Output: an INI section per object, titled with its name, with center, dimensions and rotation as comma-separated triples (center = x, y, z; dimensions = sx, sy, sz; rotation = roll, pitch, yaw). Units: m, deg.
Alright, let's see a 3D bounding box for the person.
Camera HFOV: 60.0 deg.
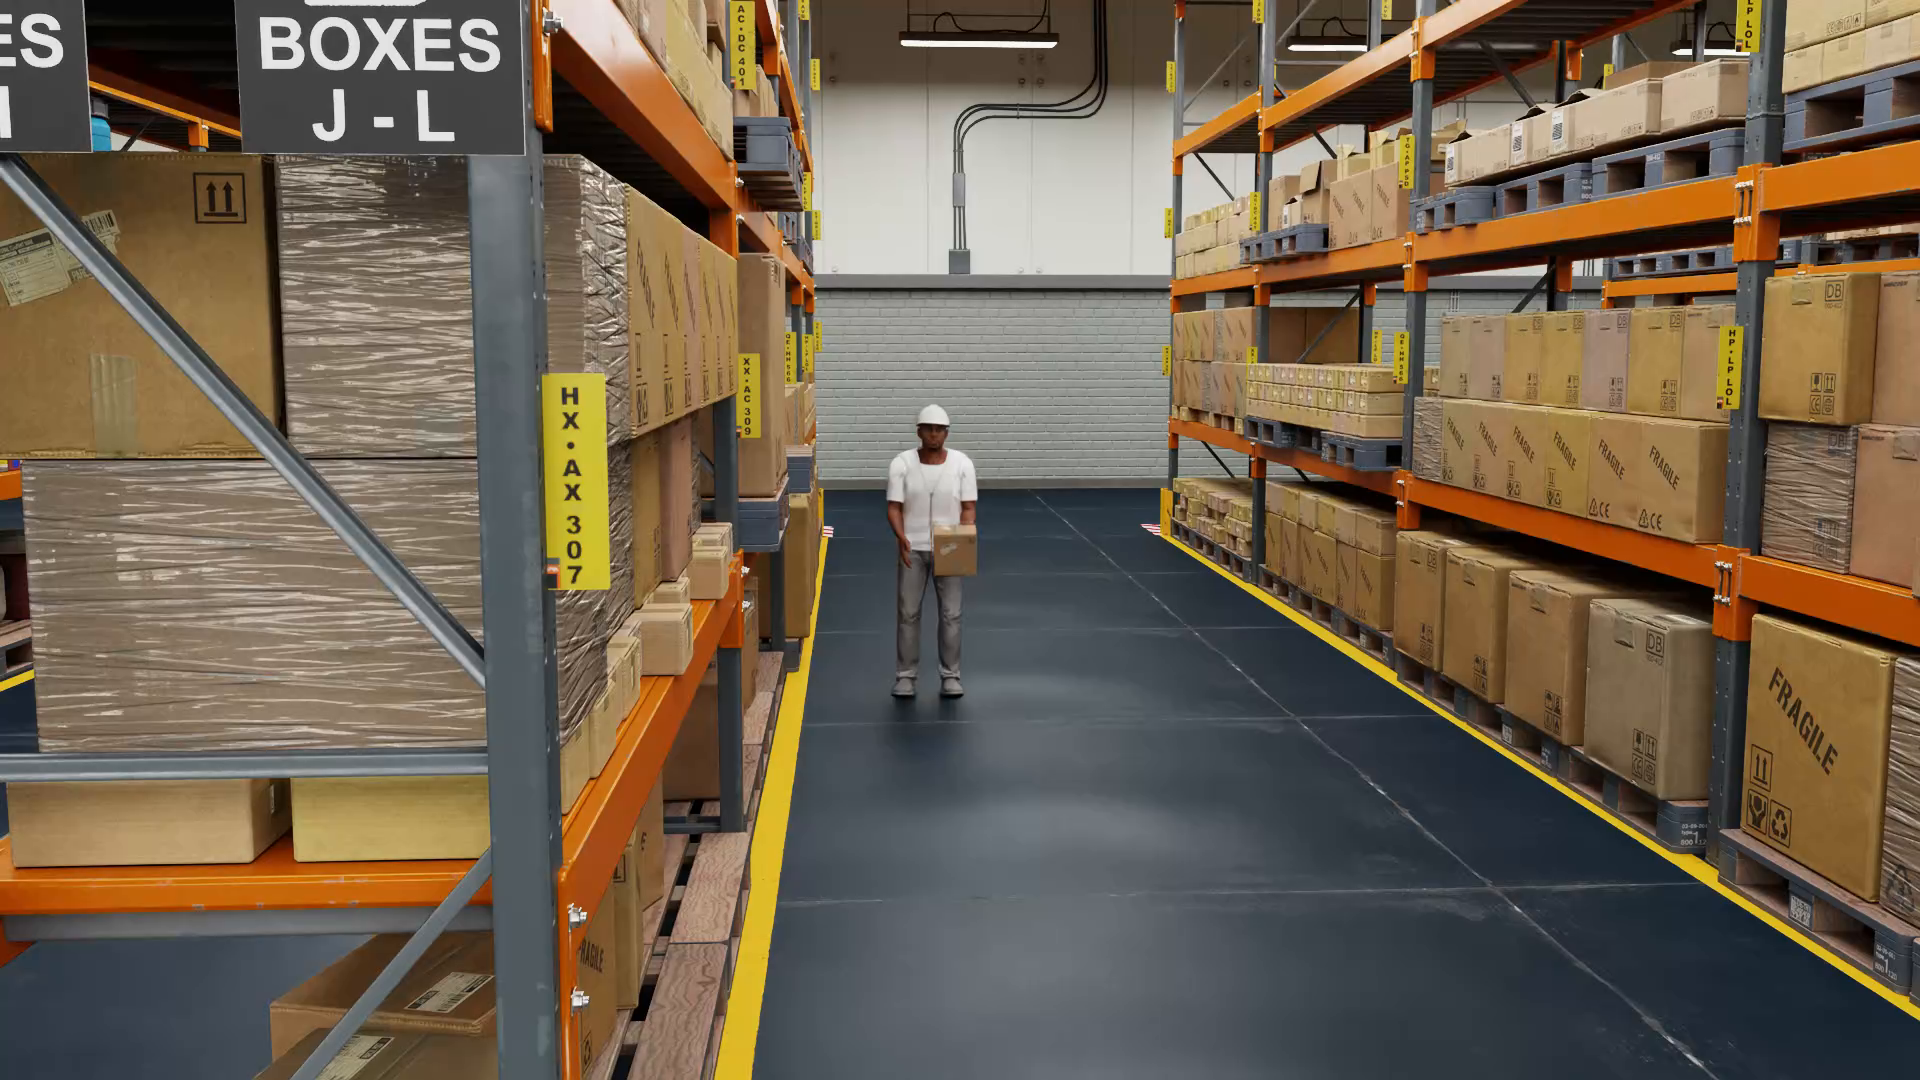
[person]
center = -0.170, 0.068, 10.063
dimensions = 0.558, 1.769, 0.520
rotation = 0, 7, -1
